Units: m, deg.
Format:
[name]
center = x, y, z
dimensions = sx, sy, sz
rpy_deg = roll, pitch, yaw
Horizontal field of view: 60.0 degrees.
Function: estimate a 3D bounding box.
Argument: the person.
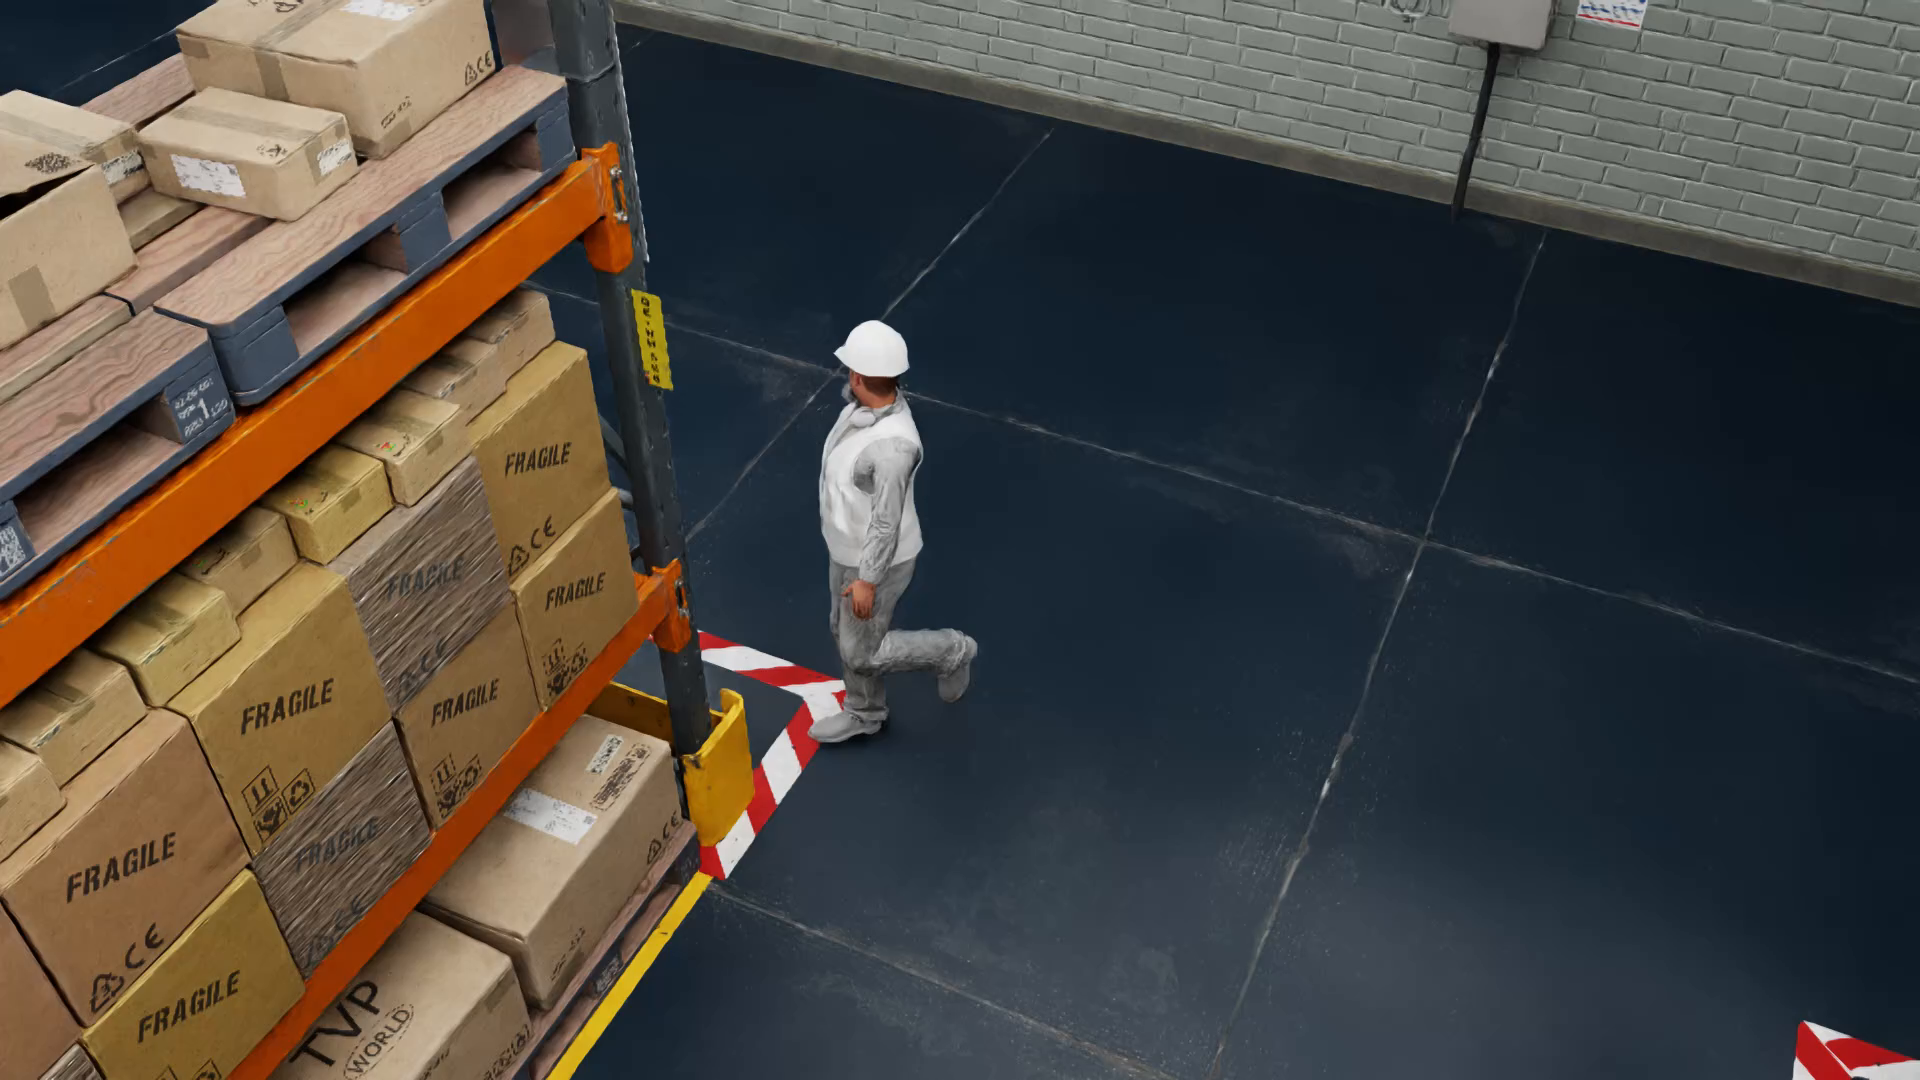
[person]
center = -0.305, -0.005, 6.168
dimensions = 0.690, 1.737, 0.595
rpy_deg = -11, 43, -12
